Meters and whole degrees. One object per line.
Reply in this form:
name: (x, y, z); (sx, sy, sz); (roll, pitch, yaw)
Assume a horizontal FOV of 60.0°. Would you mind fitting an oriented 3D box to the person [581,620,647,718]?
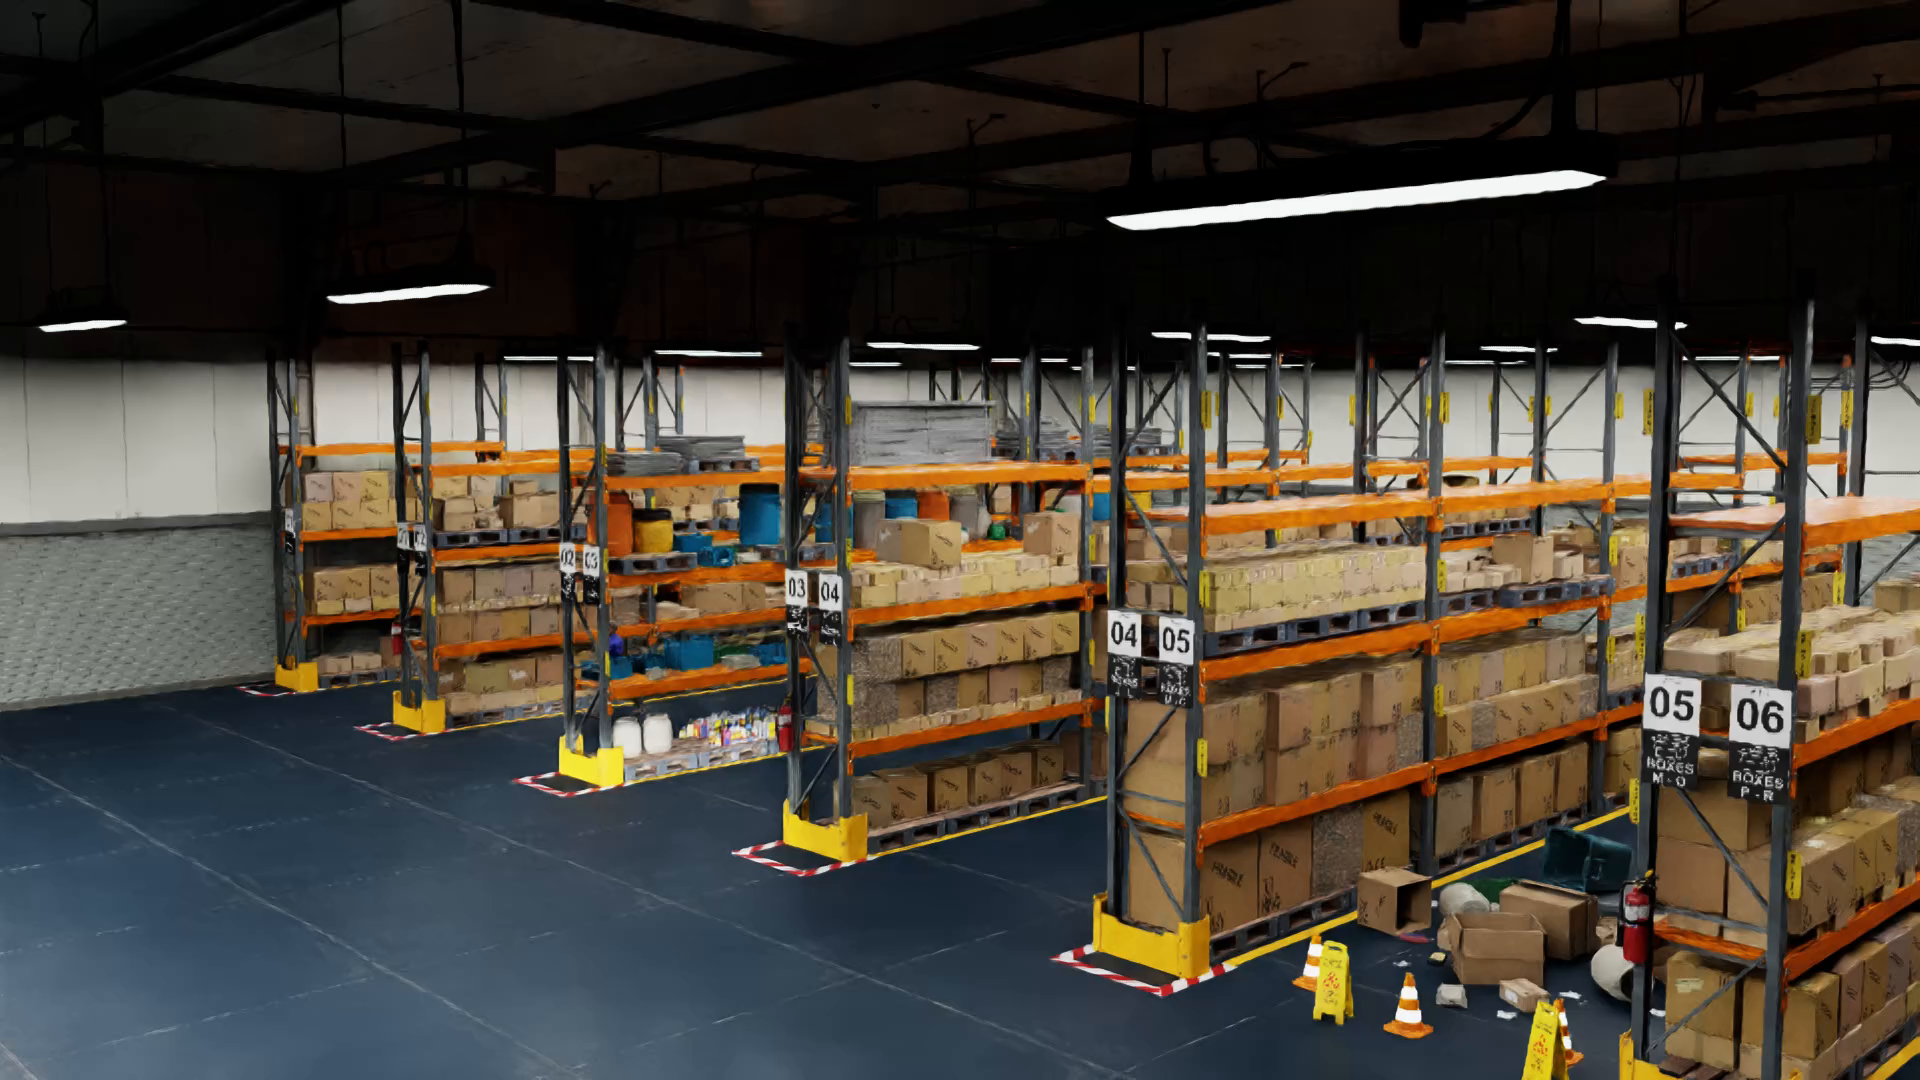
person: (-5.533, 2.107, 26.670); (0.439, 1.470, 1.090); (5, 7, 44)
